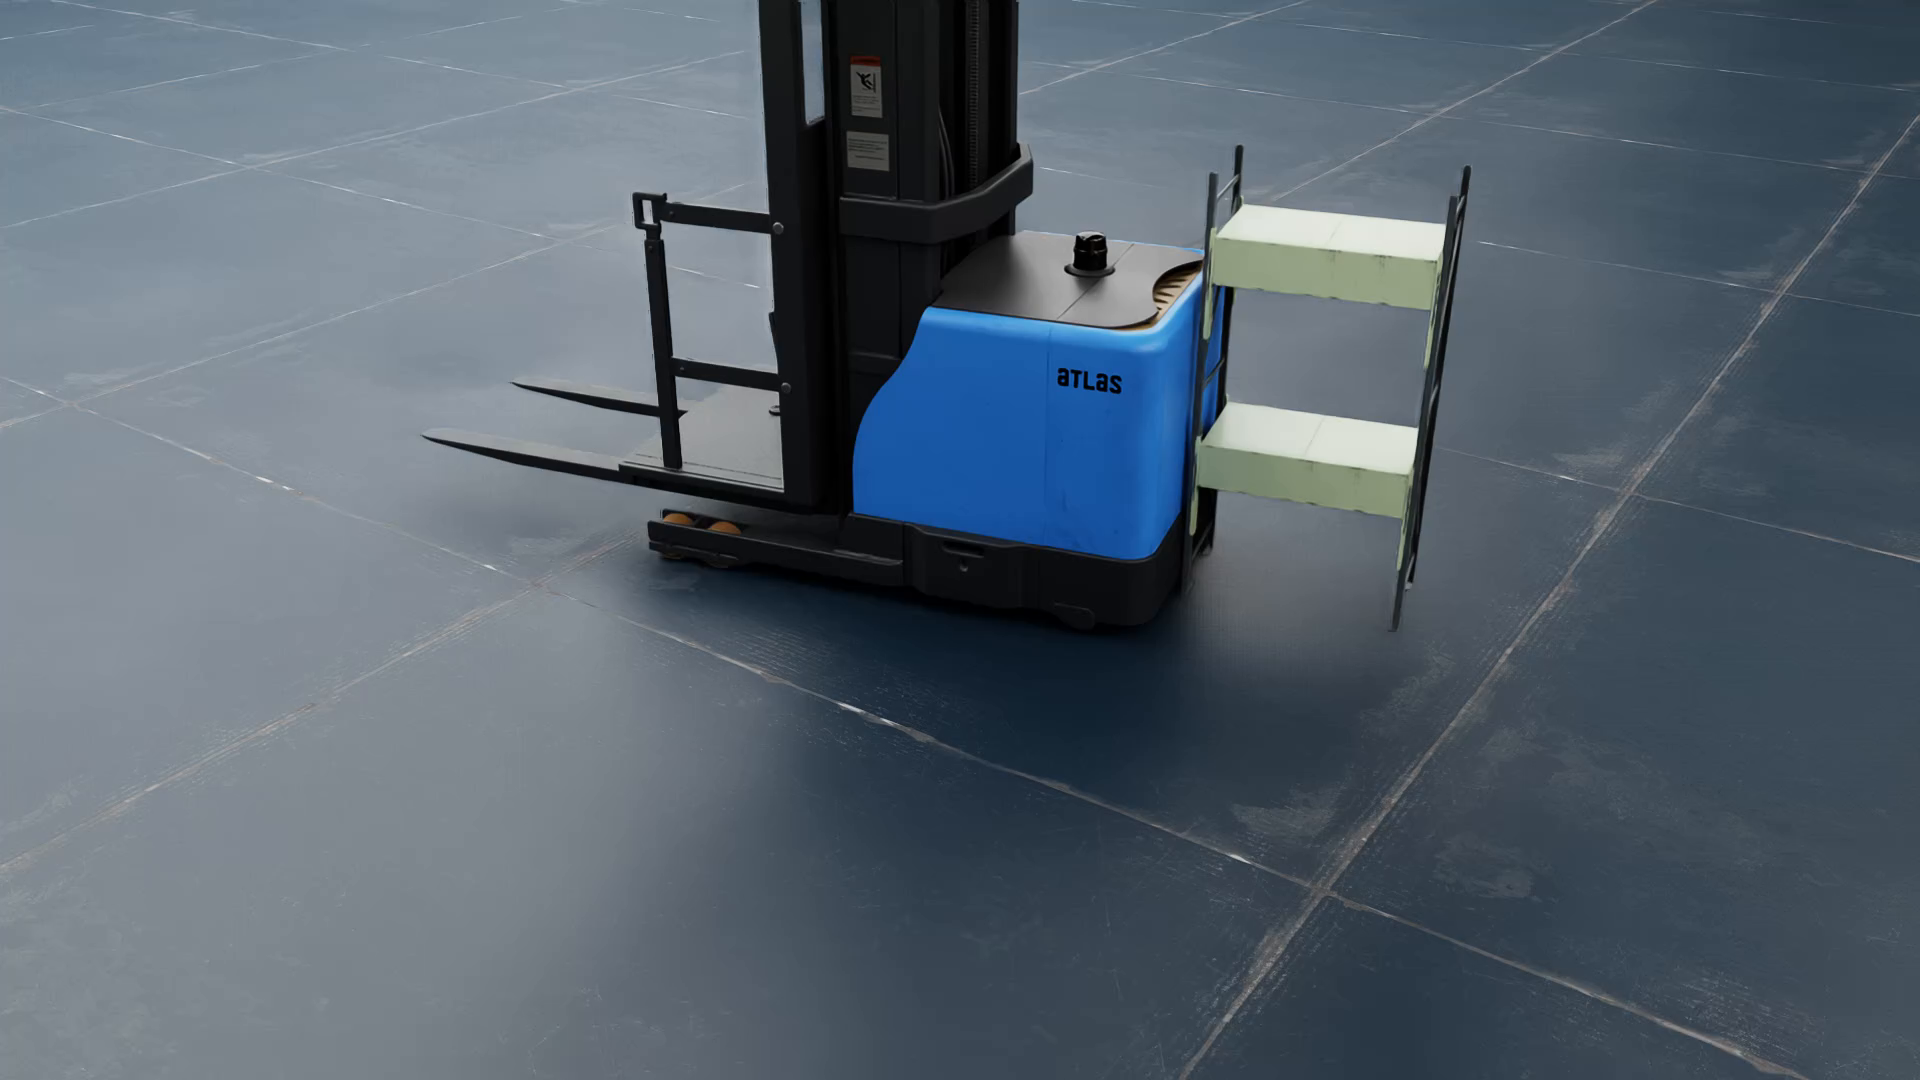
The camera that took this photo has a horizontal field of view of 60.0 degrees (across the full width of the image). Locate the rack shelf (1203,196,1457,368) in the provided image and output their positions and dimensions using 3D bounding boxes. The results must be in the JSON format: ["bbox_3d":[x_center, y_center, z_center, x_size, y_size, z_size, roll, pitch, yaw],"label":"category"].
[{"bbox_3d":[1.203,-0.848,5.402,0.720,0.370,0.431,10,29,19],"label":"rack shelf"}]

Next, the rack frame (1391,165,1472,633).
[{"bbox_3d":[1.544,-0.440,5.461,0.023,1.500,0.400,10,29,19],"label":"rack frame"}]

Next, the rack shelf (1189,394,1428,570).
[{"bbox_3d":[1.203,-0.210,5.727,0.720,0.370,0.431,10,29,19],"label":"rack shelf"}]

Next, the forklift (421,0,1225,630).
[{"bbox_3d":[-0.603,-1.413,5.796,3.031,2.935,1.130,10,29,19],"label":"forklift"}]

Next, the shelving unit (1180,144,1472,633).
[{"bbox_3d":[1.203,-0.500,5.579,0.755,1.500,0.431,10,29,19],"label":"shelving unit"}]

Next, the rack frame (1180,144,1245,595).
[{"bbox_3d":[0.863,-0.561,5.698,0.023,1.500,0.400,10,29,19],"label":"rack frame"}]
